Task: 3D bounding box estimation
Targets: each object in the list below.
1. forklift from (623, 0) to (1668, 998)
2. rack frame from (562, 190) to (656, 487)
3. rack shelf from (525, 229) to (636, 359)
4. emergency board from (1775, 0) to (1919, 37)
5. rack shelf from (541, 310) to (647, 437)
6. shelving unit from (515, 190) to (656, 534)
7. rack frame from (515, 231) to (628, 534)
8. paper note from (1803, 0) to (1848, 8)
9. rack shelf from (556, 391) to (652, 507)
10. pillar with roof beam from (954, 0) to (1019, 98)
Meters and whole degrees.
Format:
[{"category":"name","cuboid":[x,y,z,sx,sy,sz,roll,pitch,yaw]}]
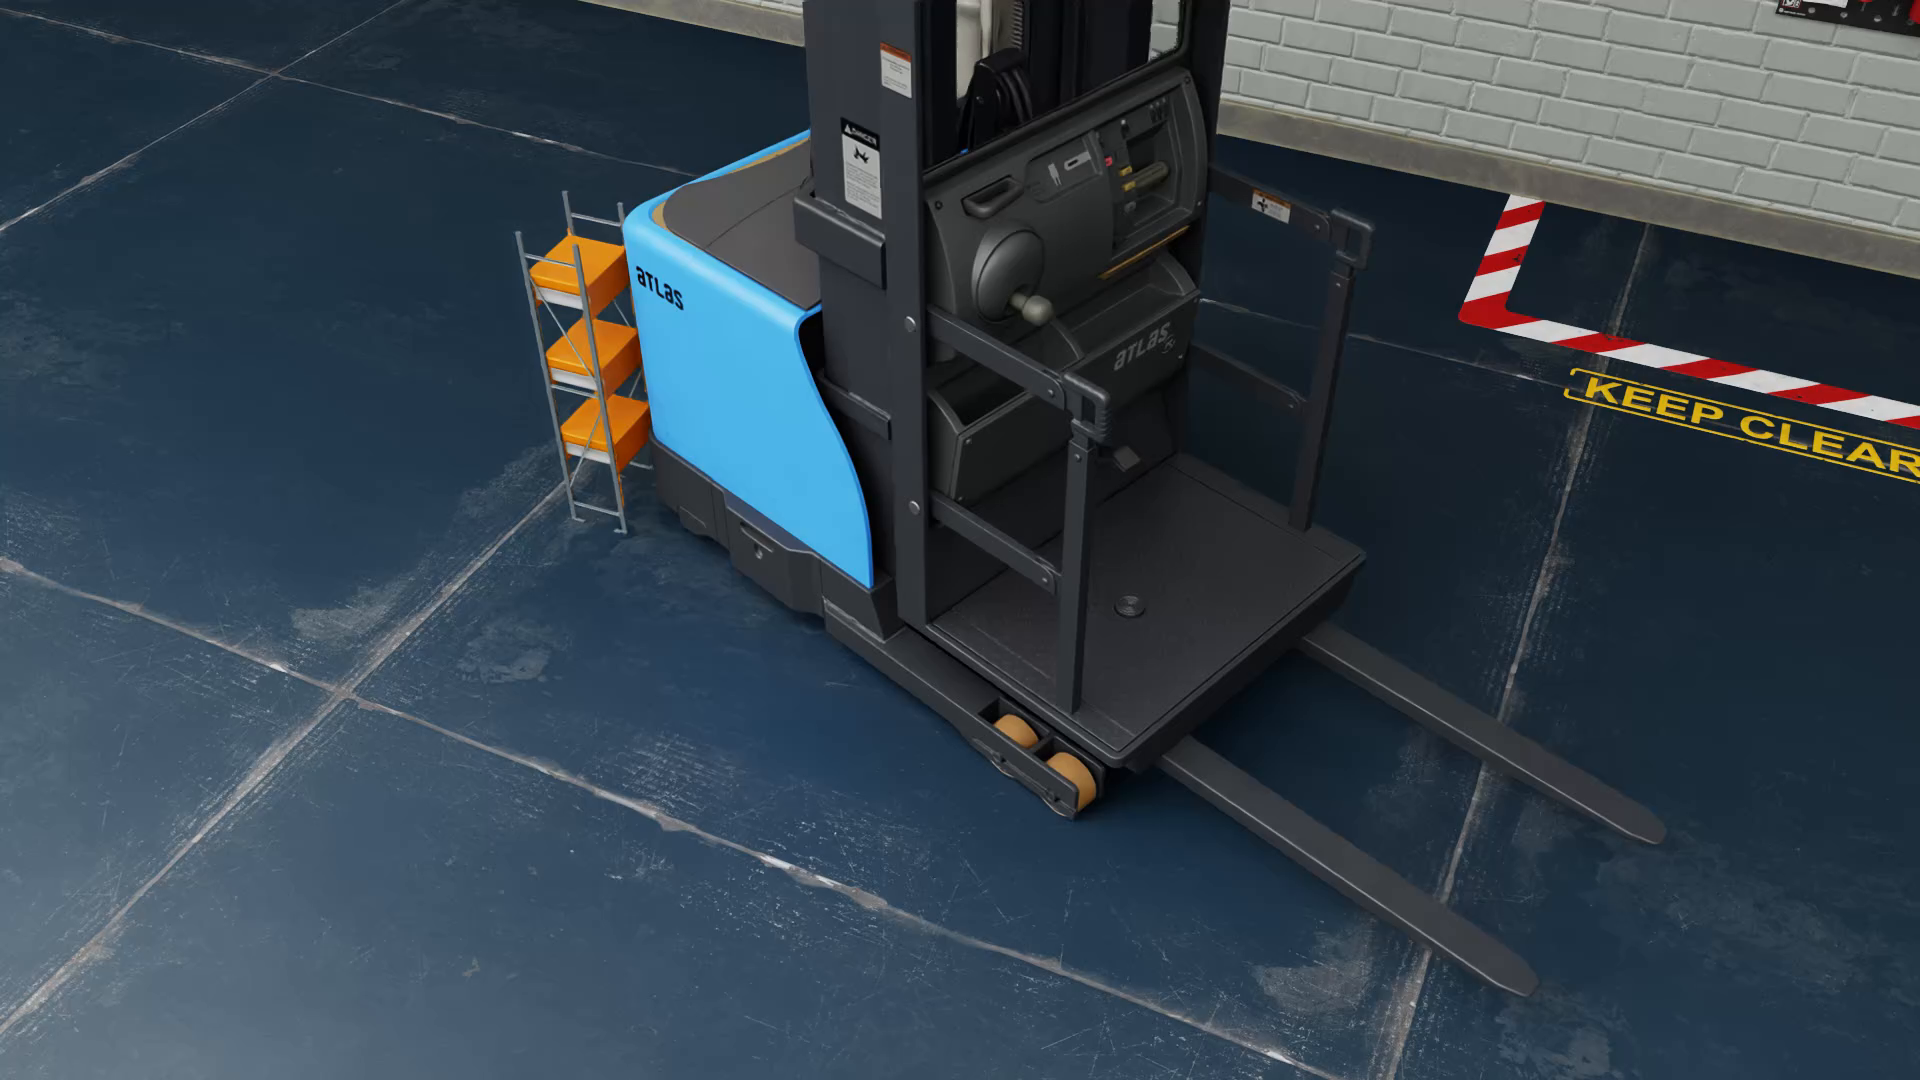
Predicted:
[{"category":"forklift","cuboid":[0.431,-0.765,3.895,3.031,2.935,1.130,33,51,32]},{"category":"rack frame","cuboid":[-1.057,-0.589,5.128,0.200,1.050,0.008,14,43,16]},{"category":"rack shelf","cuboid":[-1.102,-0.722,4.864,0.215,0.259,0.240,14,43,16]},{"category":"emergency board","cuboid":[3.231,-2.223,5.525,0.643,1.169,0.194,17,44,19]},{"category":"rack shelf","cuboid":[-1.102,-0.507,5.050,0.215,0.259,0.240,14,43,16]},{"category":"shelving unit","cuboid":[-1.102,-0.515,5.043,0.215,1.050,0.252,14,43,16]},{"category":"rack frame","cuboid":[-1.147,-0.441,4.957,0.200,1.050,0.008,14,43,16]},{"category":"paper note","cuboid":[3.100,-1.980,5.917,0.142,0.148,0.016,17,44,19]},{"category":"rack shelf","cuboid":[-1.102,-0.297,5.232,0.215,0.259,0.240,14,43,16]},{"category":"pillar with roof beam","cuboid":[-1.803,-2.890,1.713,0.400,9.000,9.100,17,44,19]}]
